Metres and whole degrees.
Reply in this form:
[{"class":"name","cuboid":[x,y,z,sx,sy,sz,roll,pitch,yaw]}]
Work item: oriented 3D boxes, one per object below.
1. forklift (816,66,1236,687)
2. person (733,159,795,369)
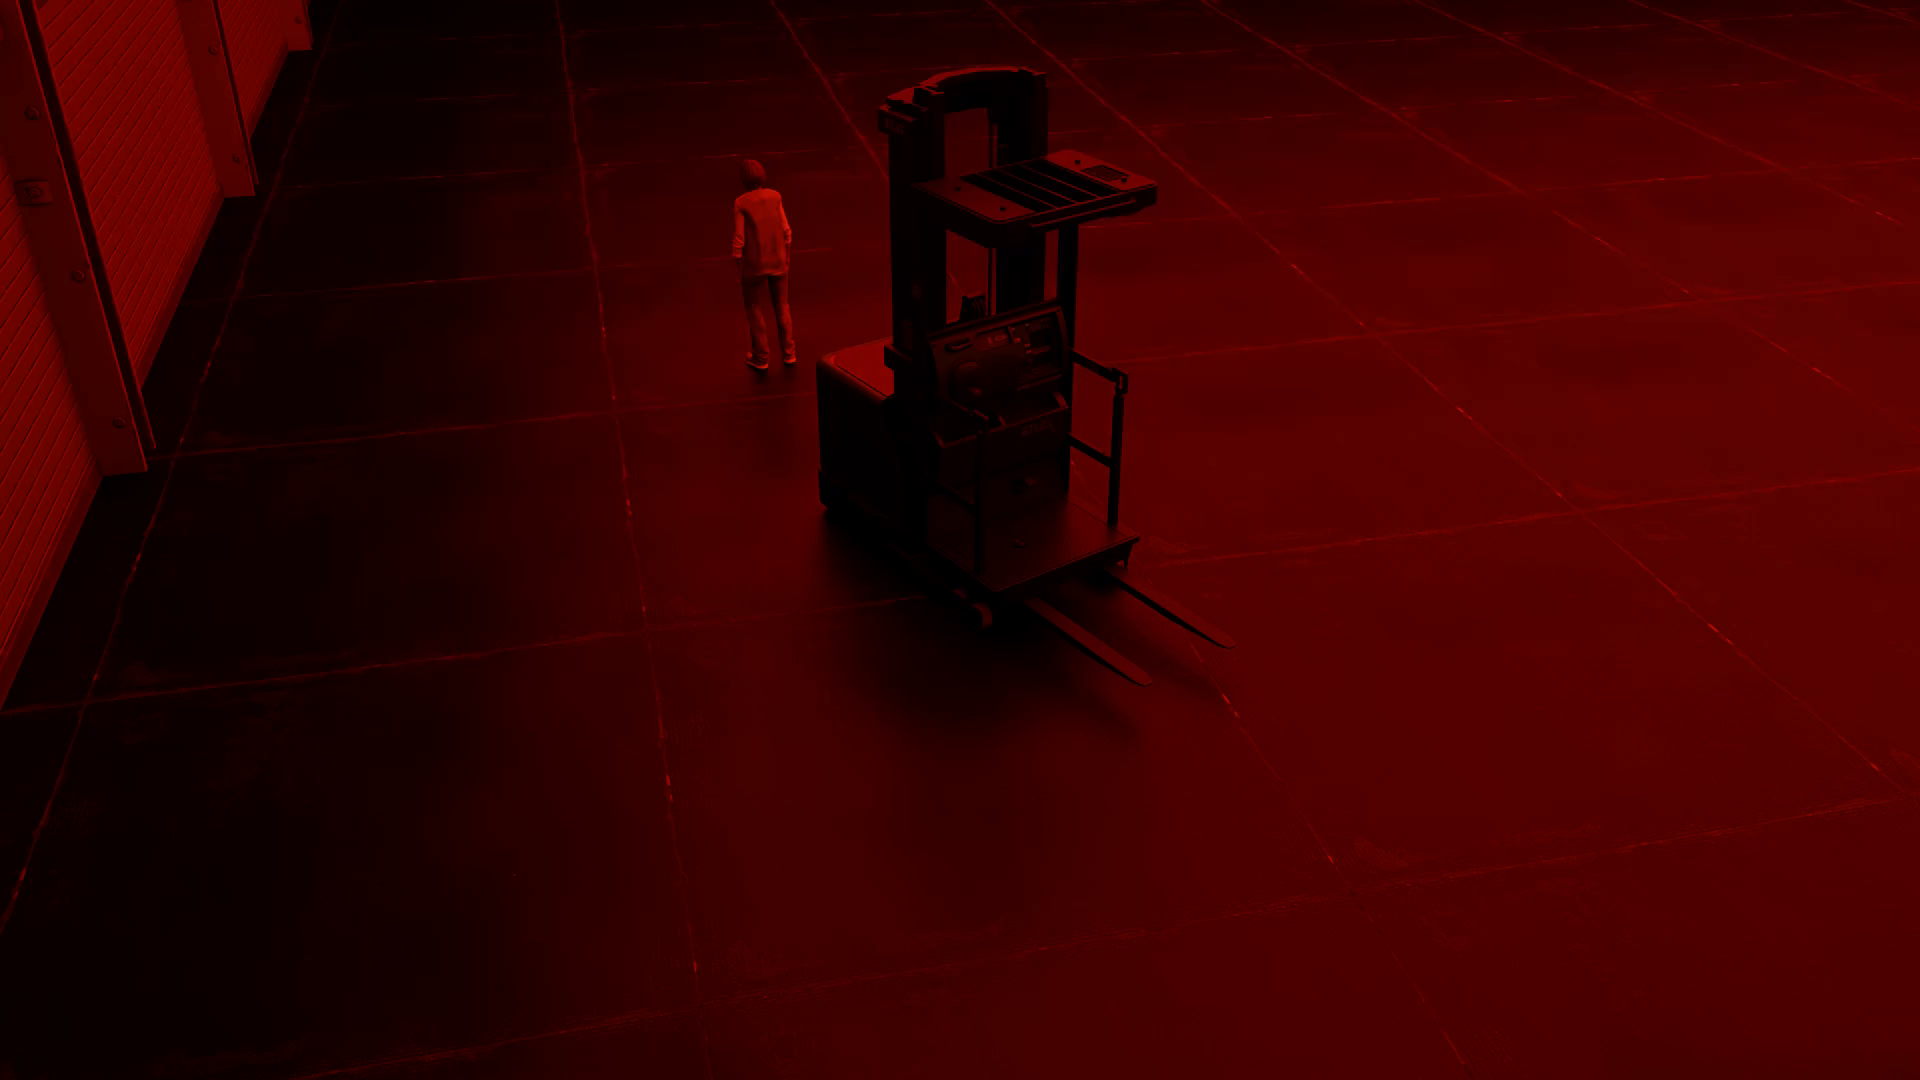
[{"class":"forklift","cuboid":[0.355,-1.021,9.338,1.130,2.935,3.031,-20,35,-30]},{"class":"person","cuboid":[-1.474,-2.053,12.459,0.475,1.592,0.348,-15,33,-24]}]
